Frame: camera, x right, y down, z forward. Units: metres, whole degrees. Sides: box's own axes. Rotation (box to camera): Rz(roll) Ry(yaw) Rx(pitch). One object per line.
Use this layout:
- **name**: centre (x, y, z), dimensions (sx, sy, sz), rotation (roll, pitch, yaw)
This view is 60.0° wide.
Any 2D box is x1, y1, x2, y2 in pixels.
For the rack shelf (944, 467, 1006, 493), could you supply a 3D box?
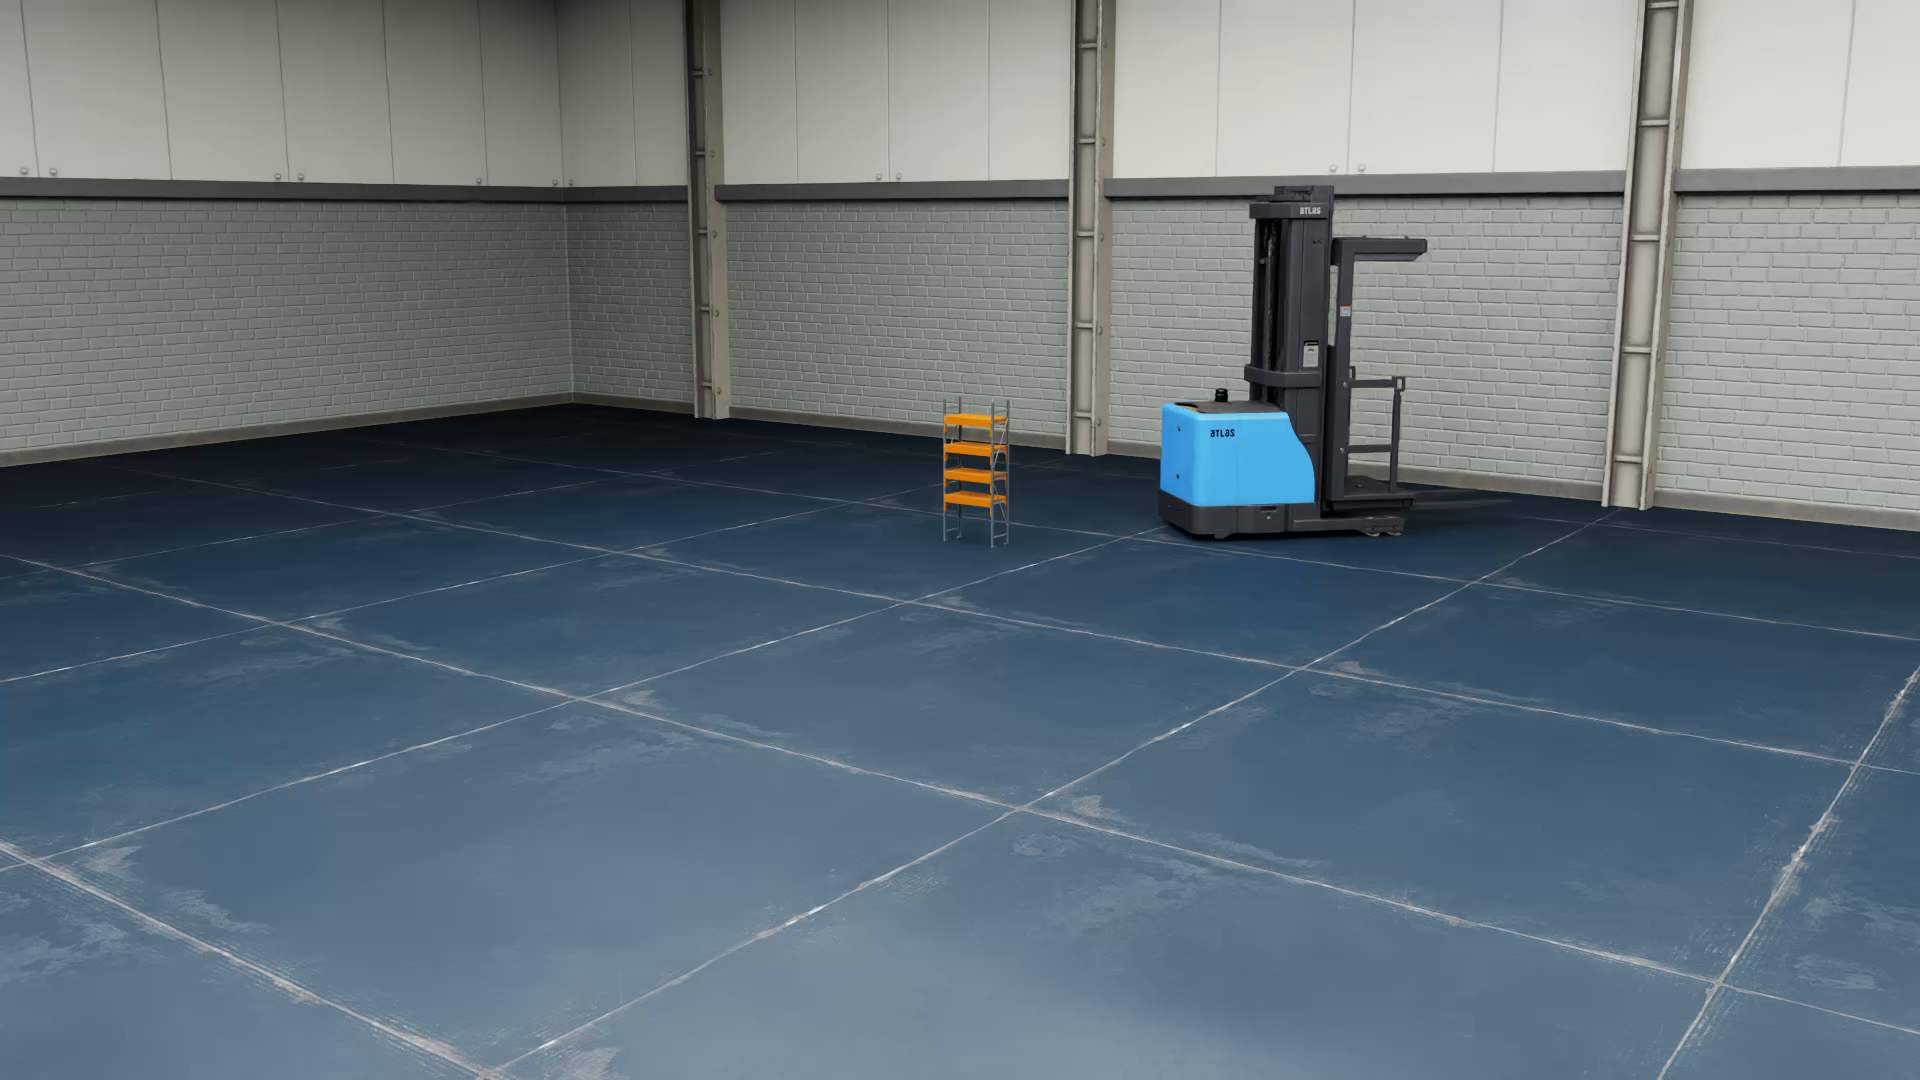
- **rack shelf**: centre (0.133, -0.504, 13.832), dimensions (0.480, 0.148, 0.258), rotation (8, 13, 36)

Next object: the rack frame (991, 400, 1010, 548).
- **rack frame**: centre (0.330, -0.543, 13.678), dimensions (0.015, 1.200, 0.240), rotation (8, 13, 36)

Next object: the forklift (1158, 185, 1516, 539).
- **forklift**: centre (3.333, -1.564, 14.397), dimensions (3.031, 2.935, 1.130), rotation (-2, 11, -11)

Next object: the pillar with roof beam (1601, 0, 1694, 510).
- **pillar with roof beam**: centre (3.752, -4.082, 11.438), dimensions (0.400, 9.000, 9.100), rotation (8, 13, 36)

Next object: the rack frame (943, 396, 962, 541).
- **rack frame**: centre (-0.063, -0.598, 13.961), dimensions (0.015, 1.200, 0.240), rotation (8, 13, 36)

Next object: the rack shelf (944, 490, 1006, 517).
- **rack shelf**: centre (0.133, -0.309, 13.870), dimensions (0.480, 0.148, 0.258), rotation (8, 13, 36)

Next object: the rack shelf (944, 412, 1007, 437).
- **rack shelf**: centre (0.133, -0.956, 13.745), dimensions (0.480, 0.148, 0.258), rotation (8, 13, 36)

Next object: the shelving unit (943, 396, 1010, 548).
- **shelving unit**: centre (0.133, -0.570, 13.820), dimensions (0.503, 1.200, 0.258), rotation (8, 13, 36)

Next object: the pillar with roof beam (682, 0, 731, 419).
- **pillar with roof beam**: centre (-5.920, -5.431, 18.411), dimensions (0.400, 9.000, 9.100), rotation (8, 13, 36)

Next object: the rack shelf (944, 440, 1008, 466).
- **rack shelf**: centre (0.133, -0.724, 13.790), dimensions (0.480, 0.148, 0.258), rotation (8, 13, 36)

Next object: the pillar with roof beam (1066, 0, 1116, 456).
- **pillar with roof beam**: centre (-1.084, -4.757, 14.925), dimensions (0.400, 9.000, 9.100), rotation (8, 13, 36)
